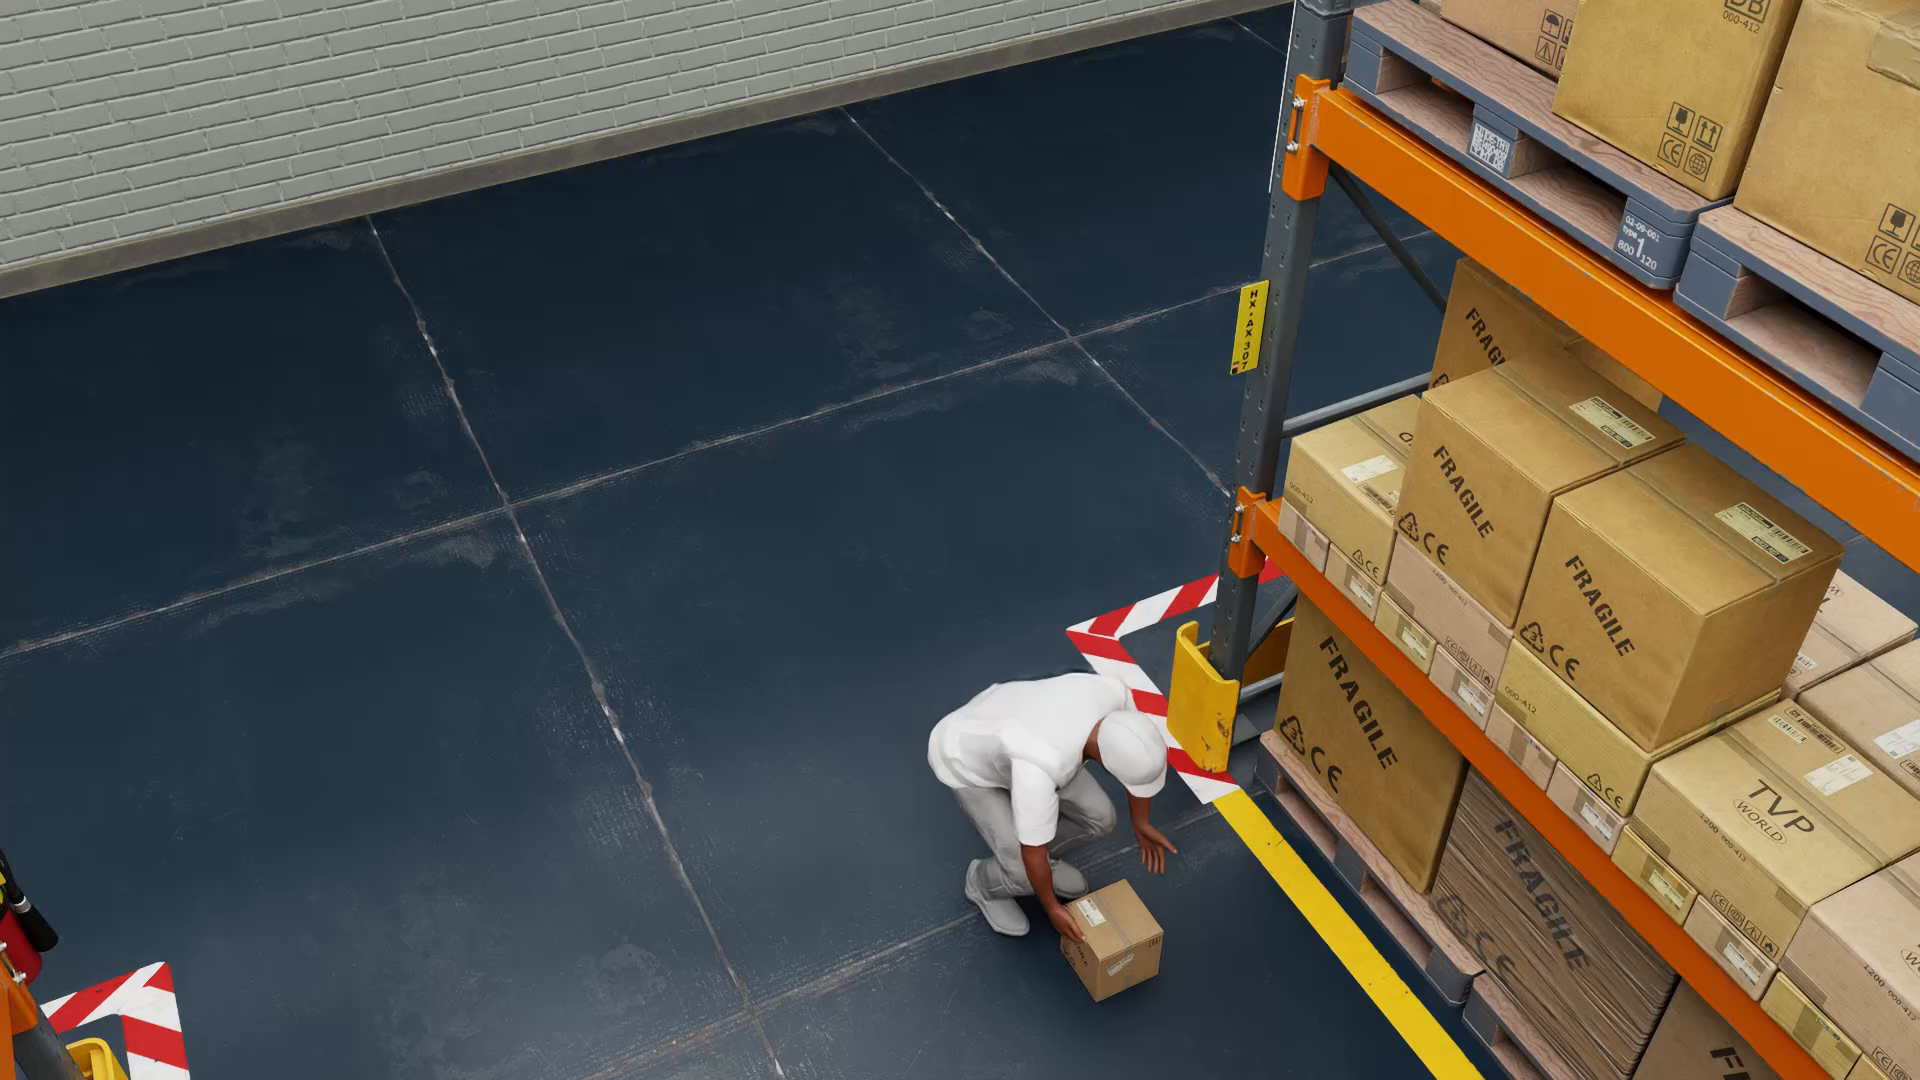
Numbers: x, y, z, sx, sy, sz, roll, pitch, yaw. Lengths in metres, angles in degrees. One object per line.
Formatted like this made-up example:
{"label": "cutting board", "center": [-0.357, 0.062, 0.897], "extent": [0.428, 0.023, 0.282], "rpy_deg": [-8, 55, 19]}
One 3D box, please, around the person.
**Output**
{"label": "person", "center": [0.315, 0.846, 5.625], "extent": [0.615, 1.167, 0.855], "rpy_deg": [-31, 50, -31]}
